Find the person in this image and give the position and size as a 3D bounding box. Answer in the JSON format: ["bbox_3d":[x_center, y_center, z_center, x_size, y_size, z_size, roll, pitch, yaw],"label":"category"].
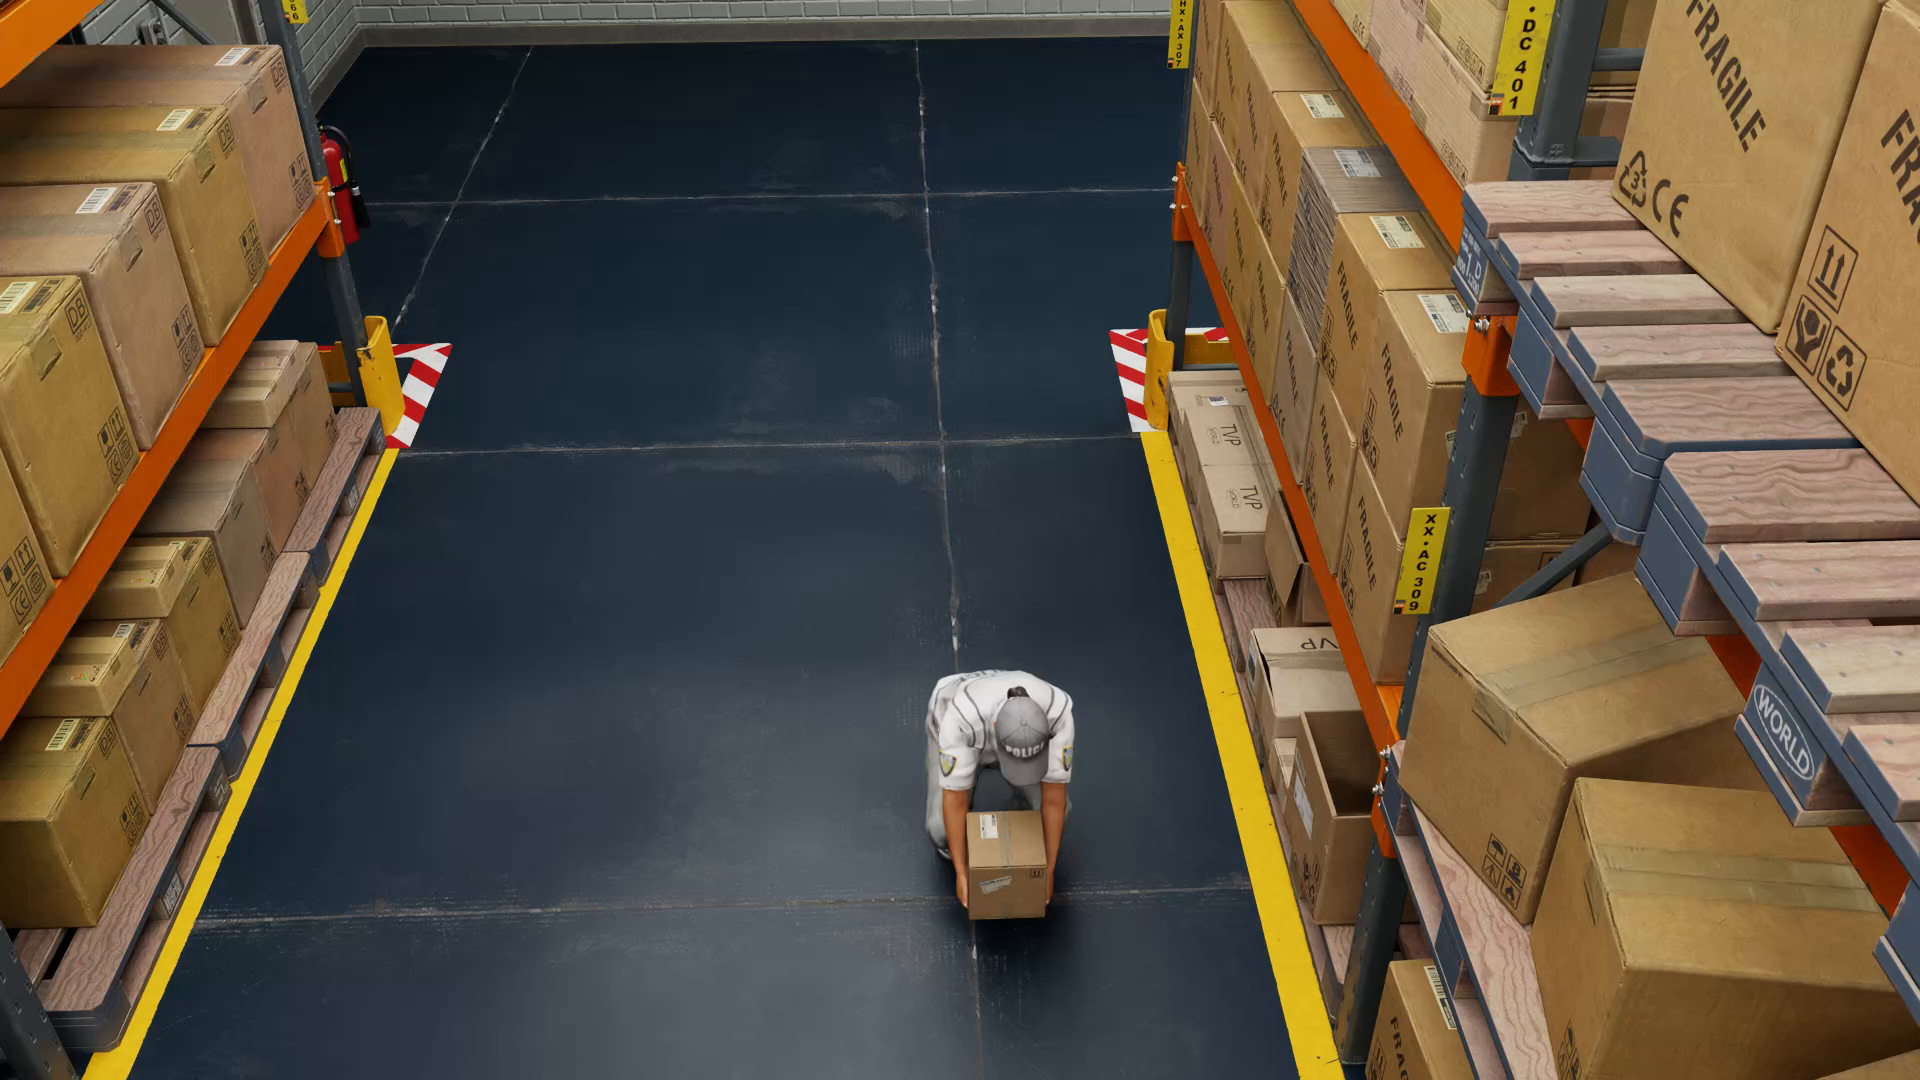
[{"bbox_3d":[0.125,0.763,5.703,0.505,0.951,0.867,-2,36,-3],"label":"person"}]
